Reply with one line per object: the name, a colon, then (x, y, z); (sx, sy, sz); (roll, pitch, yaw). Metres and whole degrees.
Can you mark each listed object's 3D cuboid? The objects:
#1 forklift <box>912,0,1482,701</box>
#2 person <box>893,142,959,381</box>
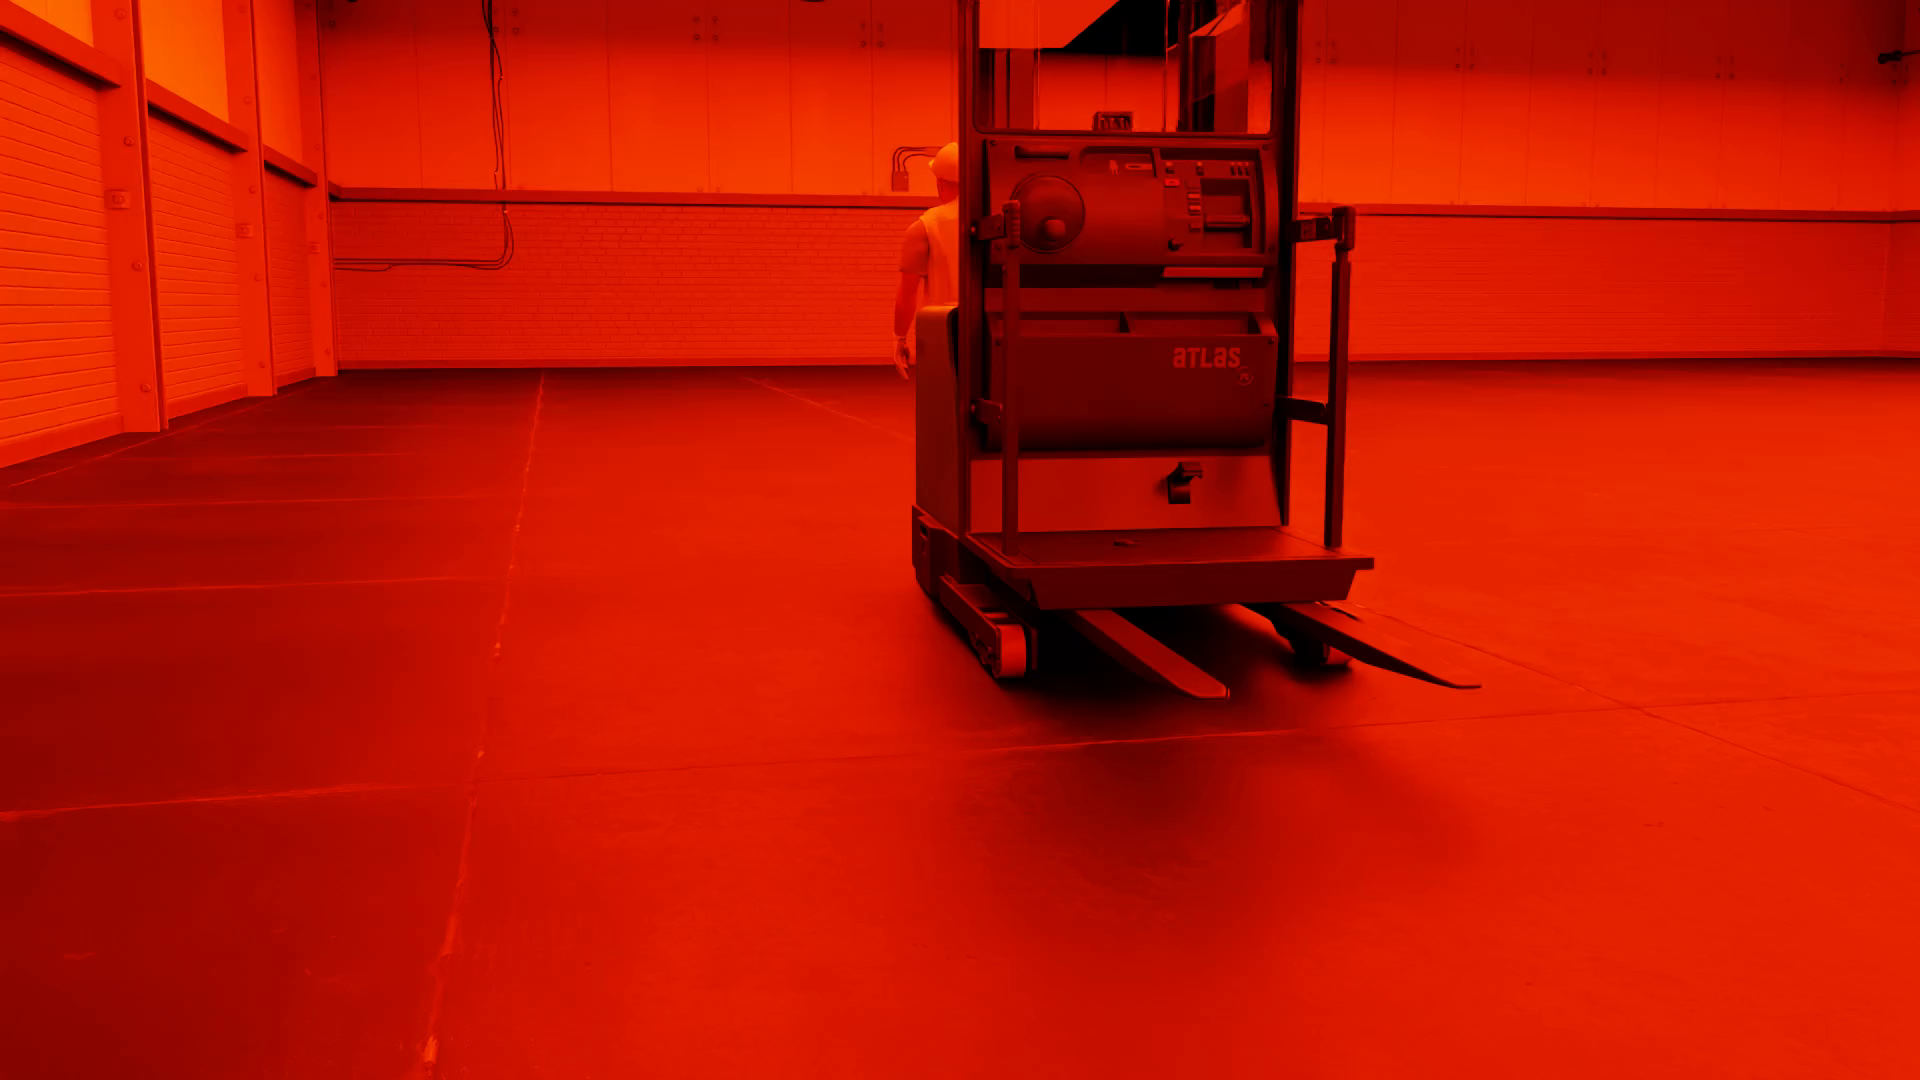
forklift: (0.582, -1.101, 4.999); (1.130, 2.935, 3.031); (-1, 8, -10)
person: (-0.009, -0.904, 7.662); (0.638, 1.789, 0.562); (-2, 8, -13)
